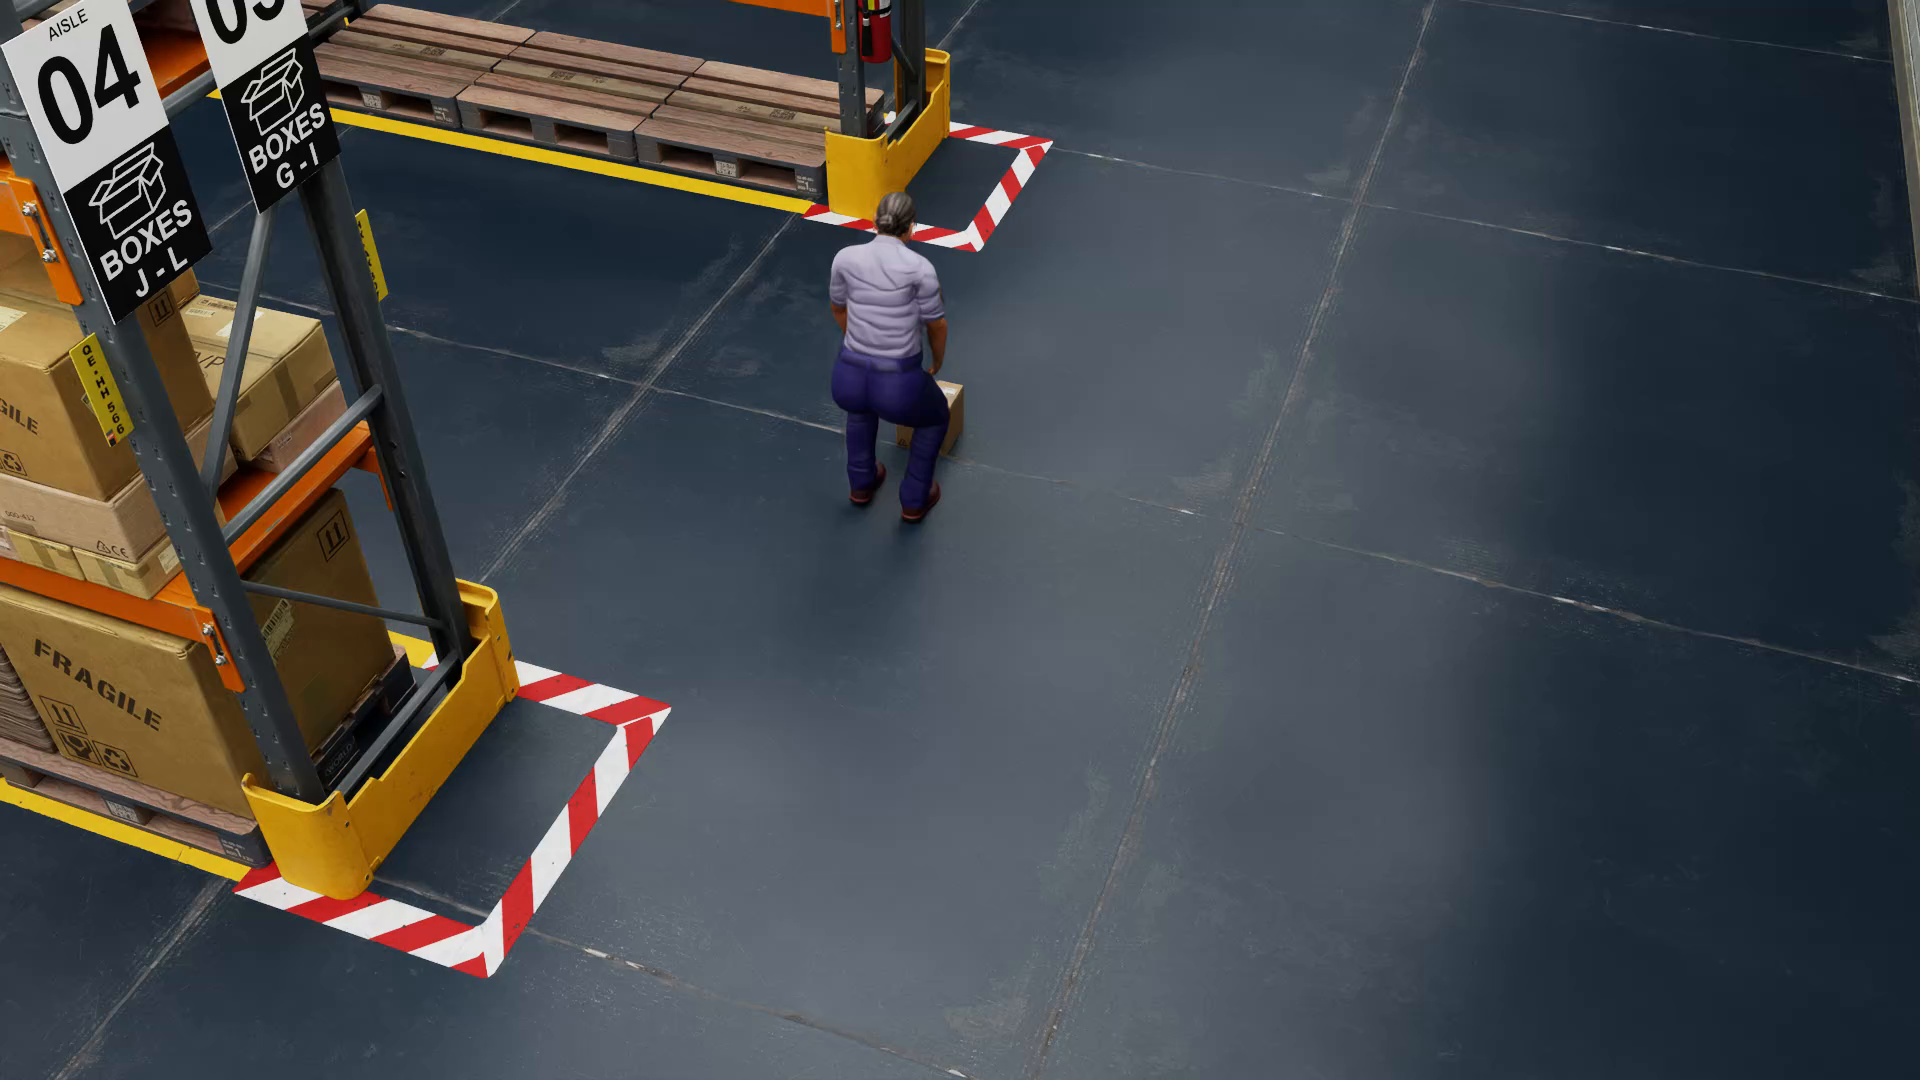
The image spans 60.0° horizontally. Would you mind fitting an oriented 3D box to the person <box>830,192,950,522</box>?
[{"bbox_3d":[-0.322,-0.764,7.197,0.530,1.433,0.538,14,44,15],"label":"person"}]
